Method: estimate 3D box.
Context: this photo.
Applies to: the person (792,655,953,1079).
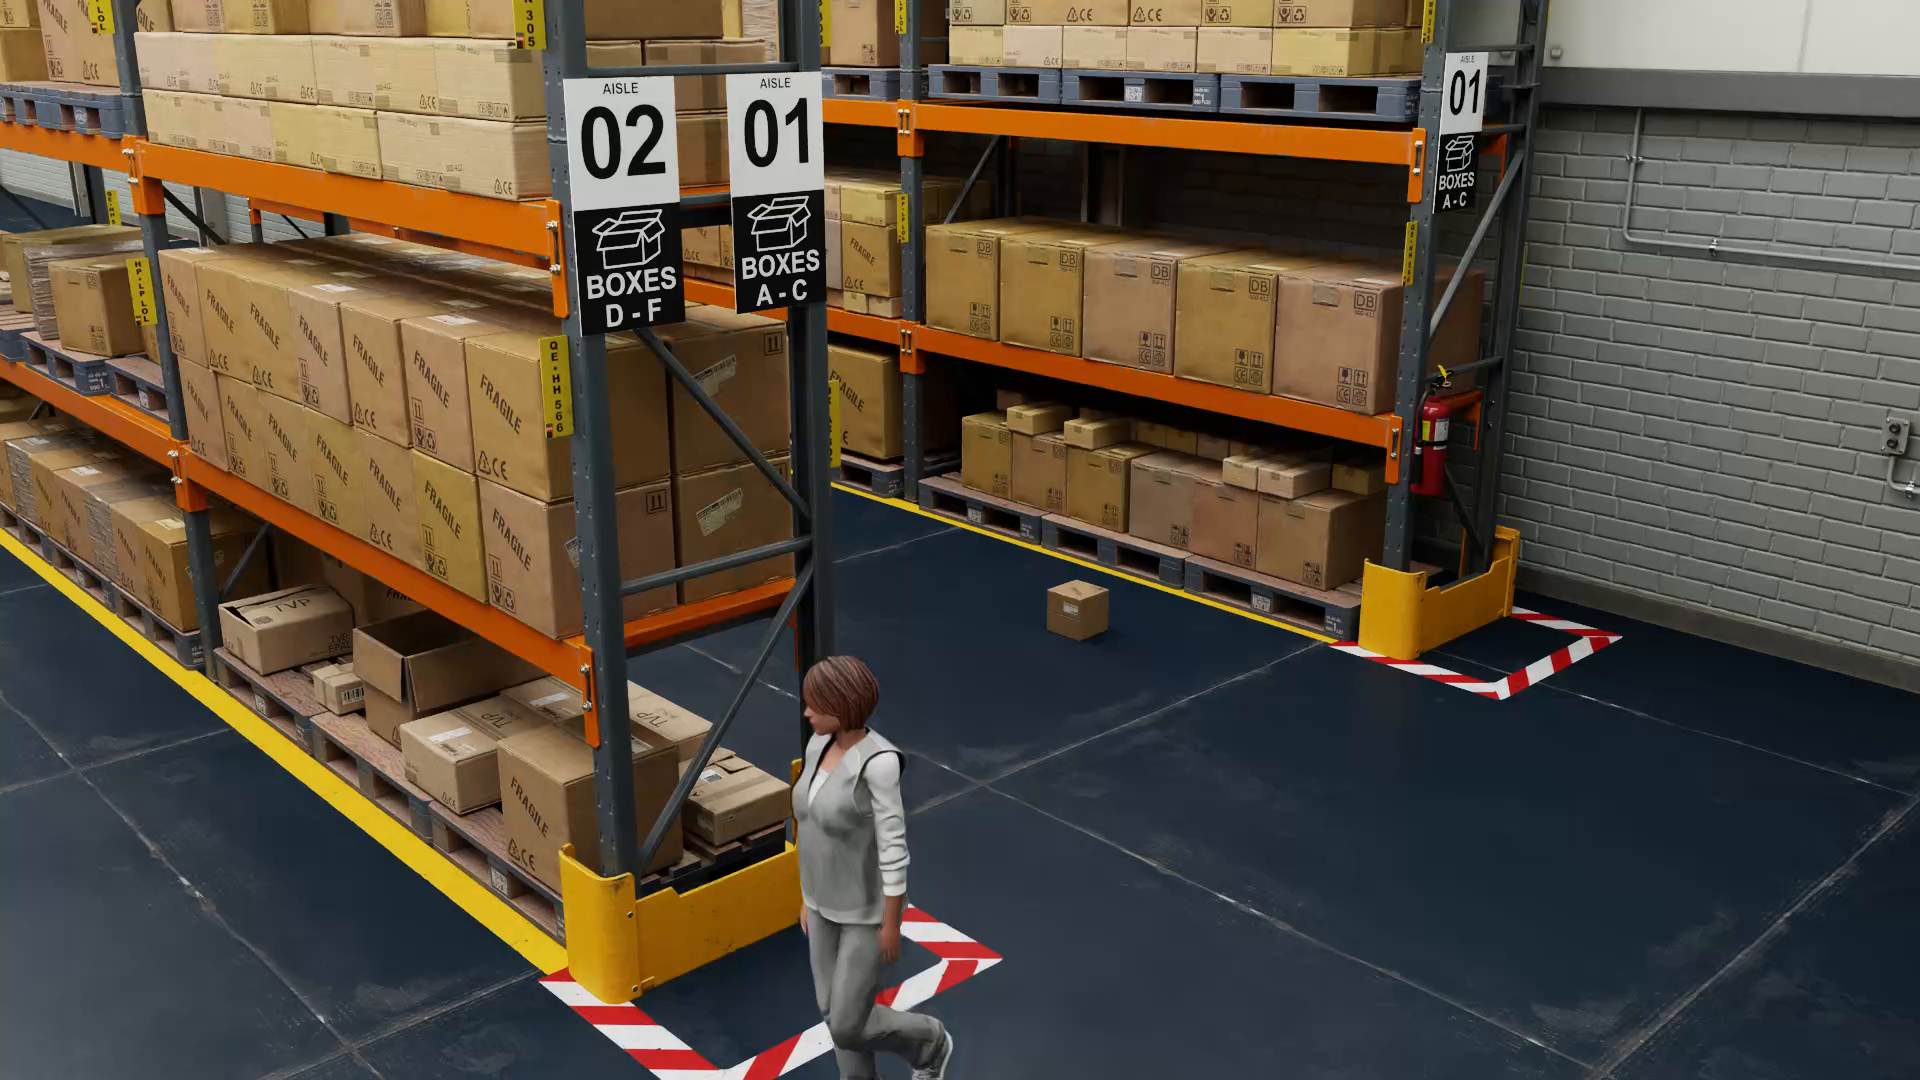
[{"bbox_3d":[-0.290,1.102,5.044,0.515,1.578,0.424,-14,22,-36],"label":"person"}]
